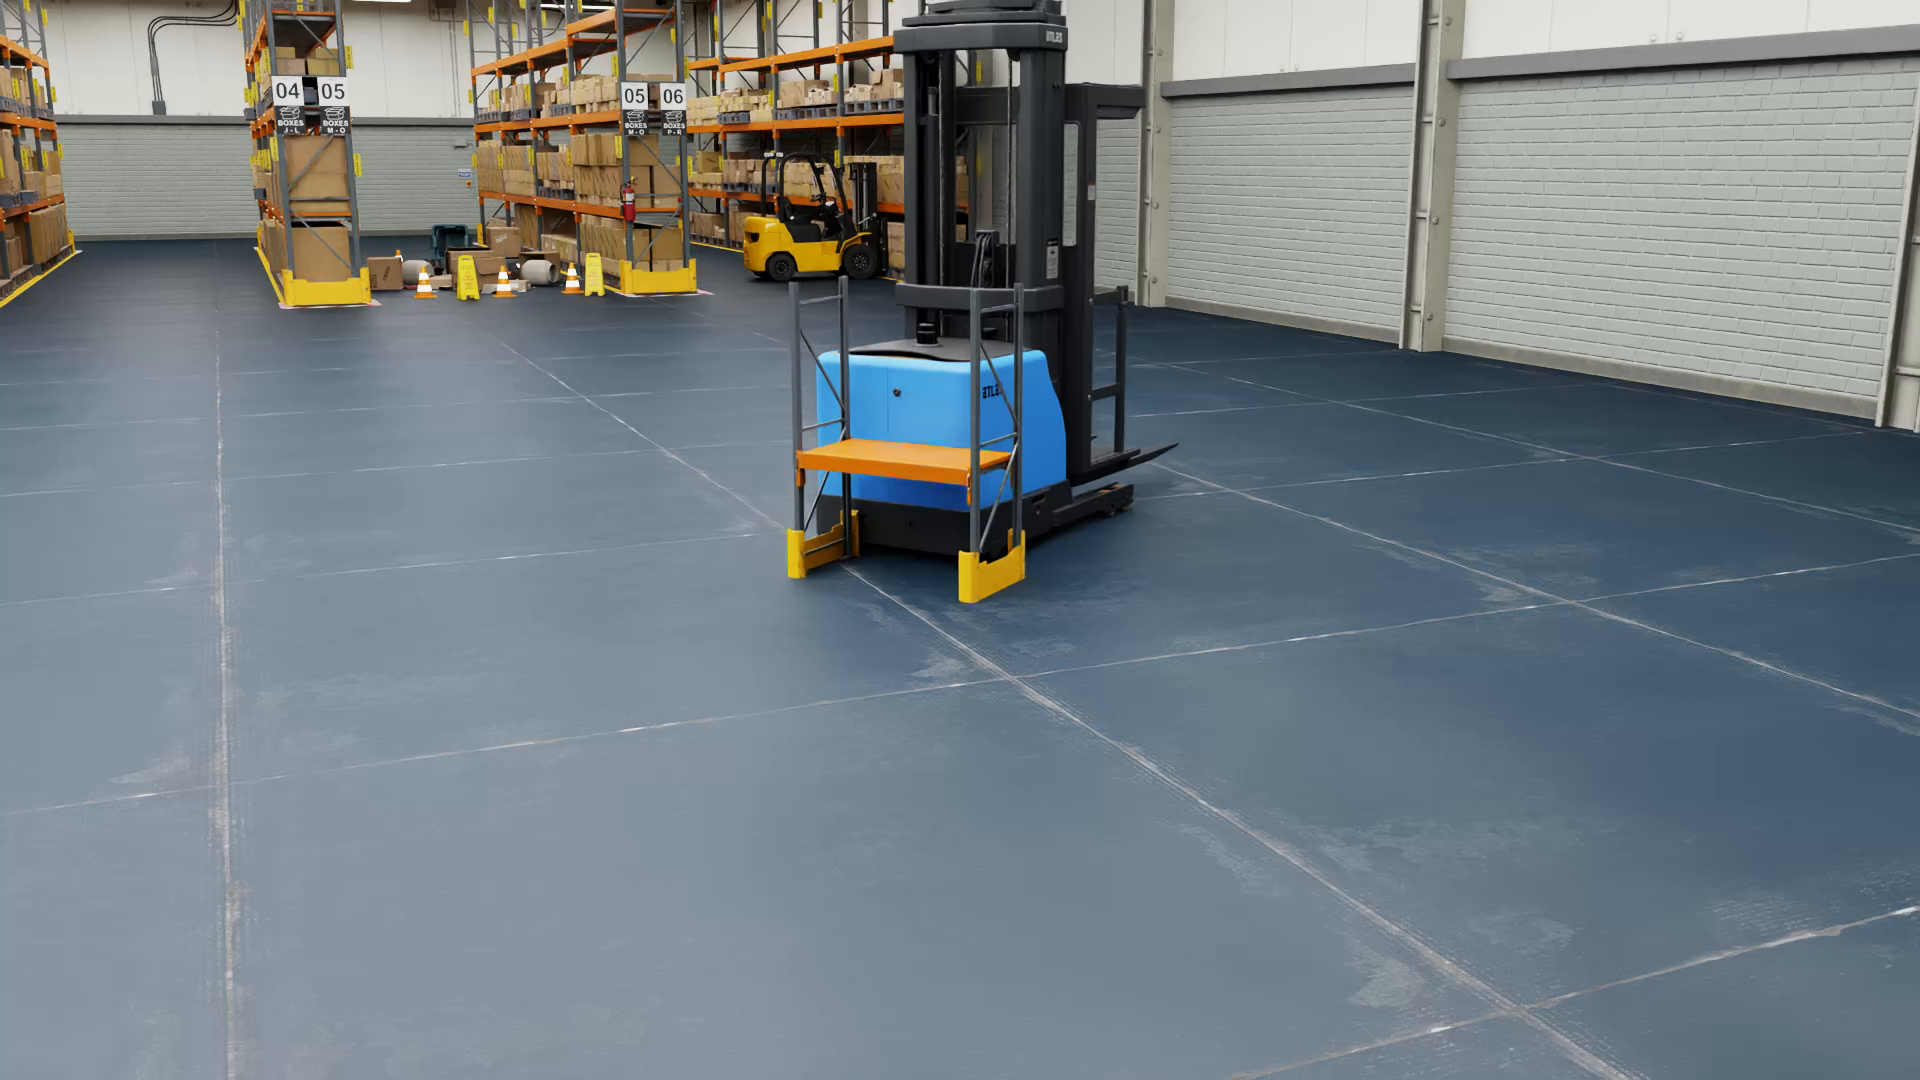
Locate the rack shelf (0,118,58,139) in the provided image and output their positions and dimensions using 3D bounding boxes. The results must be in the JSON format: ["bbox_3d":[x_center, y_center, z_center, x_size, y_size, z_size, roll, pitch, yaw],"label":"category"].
[{"bbox_3d":[-19.441,-8.504,34.404,1.077,0.370,4.000,-6,14,-23],"label":"rack shelf"}]

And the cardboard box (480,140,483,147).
[{"bbox_3d":[-11.104,-9.343,39.209,0.380,0.149,0.250,-5,14,-21],"label":"cardboard box"}]

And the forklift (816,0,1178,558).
[{"bbox_3d":[0.403,-1.616,9.851,1.130,2.935,3.031,8,15,30],"label":"forklift"}]

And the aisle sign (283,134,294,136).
[{"bbox_3d":[-15.411,-9.542,38.181,0.394,0.787,0.004,-6,14,-23],"label":"aisle sign"}]

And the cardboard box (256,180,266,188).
[{"bbox_3d":[-13.071,-6.723,31.392,0.380,0.149,0.250,-5,14,-22],"label":"cardboard box"}]

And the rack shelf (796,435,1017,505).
[{"bbox_3d":[-0.266,-0.361,8.398,1.000,0.185,0.538,7,15,28],"label":"rack shelf"}]

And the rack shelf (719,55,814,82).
[{"bbox_3d":[-4.212,-10.288,36.348,1.077,0.370,4.000,-6,14,-23],"label":"rack shelf"}]

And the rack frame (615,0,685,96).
[{"bbox_3d":[-4.753,-8.319,25.355,1.000,3.000,0.127,-6,14,-23],"label":"rack frame"}]

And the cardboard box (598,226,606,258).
[{"bbox_3d":[-5.720,-4.981,27.740,0.500,0.500,0.500,-6,14,-24],"label":"cardboard box"}]

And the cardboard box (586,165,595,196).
[{"bbox_3d":[-6.022,-6.093,28.163,0.500,0.500,0.500,-6,14,-23],"label":"cardboard box"}]

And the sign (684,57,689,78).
[{"bbox_3d":[-4.256,-7.332,25.806,0.100,0.325,0.005,-6,14,-23],"label":"sign"}]

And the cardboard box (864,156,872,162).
[{"bbox_3d":[-1.517,-6.877,30.111,0.380,0.149,0.250,-6,14,-24],"label":"cardboard box"}]

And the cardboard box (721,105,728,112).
[{"bbox_3d":[-5.186,-9.762,37.649,0.380,0.149,0.250,-5,14,-22],"label":"cardboard box"}]

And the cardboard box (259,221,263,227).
[{"bbox_3d":[-15.758,-7.200,37.899,0.380,0.149,0.250,-6,14,-26],"label":"cardboard box"}]

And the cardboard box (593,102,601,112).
[{"bbox_3d":[-5.808,-7.097,27.284,0.380,0.149,0.250,-6,14,-24],"label":"cardboard box"}]

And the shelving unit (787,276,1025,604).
[{"bbox_3d":[-0.274,-0.537,8.362,1.083,1.500,0.587,7,15,28],"label":"shelving unit"}]

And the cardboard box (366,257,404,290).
[{"bbox_3d":[-9.288,-4.310,26.876,0.500,0.500,0.500,-3,13,-13],"label":"cardboard box"}]

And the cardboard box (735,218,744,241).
[{"bbox_3d":[-4.803,-7.082,37.927,0.500,0.500,0.500,-6,14,-24],"label":"cardboard box"}]

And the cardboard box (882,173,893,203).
[{"bbox_3d":[-1.049,-6.185,29.221,0.500,0.500,0.500,-6,14,-24],"label":"cardboard box"}]

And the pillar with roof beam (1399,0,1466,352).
[{"bbox_3d":[1.203,-6.125,15.876,9.100,9.000,0.400,-6,14,-23],"label":"pillar with roof beam"}]

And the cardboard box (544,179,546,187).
[{"bbox_3d":[-7.848,-6.925,32.263,0.380,0.149,0.250,-7,15,-27],"label":"cardboard box"}]

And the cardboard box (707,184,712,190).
[{"bbox_3d":[-5.831,-8.455,39.806,0.380,0.149,0.250,-6,14,-24],"label":"cardboard box"}]

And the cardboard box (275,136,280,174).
[{"bbox_3d":[-9.666,-5.712,24.672,0.875,0.550,0.550,-6,14,-23],"label":"cardboard box"}]

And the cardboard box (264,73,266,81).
[{"bbox_3d":[-10.301,-7.102,25.269,0.500,0.250,0.500,-5,14,-22],"label":"cardboard box"}]

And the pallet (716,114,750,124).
[{"bbox_3d":[-4.816,-9.553,37.757,1.213,0.211,1.003,-6,14,-23],"label":"pallet"}]

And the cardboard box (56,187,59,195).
[{"bbox_3d":[-19.283,-7.376,35.143,0.380,0.149,0.250,-6,14,-23],"label":"cardboard box"}]

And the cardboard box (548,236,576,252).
[{"bbox_3d":[-7.437,-5.704,32.258,0.950,0.372,0.625,-6,14,-24],"label":"cardboard box"}]

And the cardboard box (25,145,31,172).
[{"bbox_3d":[-18.112,-7.243,31.567,0.797,0.503,0.637,-5,14,-22],"label":"cardboard box"}]

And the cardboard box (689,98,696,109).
[{"bbox_3d":[-6.267,-10.604,40.444,0.500,0.250,0.500,-6,14,-24],"label":"cardboard box"}]

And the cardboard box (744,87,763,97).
[{"bbox_3d":[-4.691,-10.155,37.765,0.396,0.266,0.258,-6,14,-23],"label":"cardboard box"}]

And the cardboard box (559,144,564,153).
[{"bbox_3d":[-7.166,-7.207,30.606,0.380,0.149,0.250,-6,14,-25],"label":"cardboard box"}]

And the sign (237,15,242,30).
[{"bbox_3d":[-16.154,-11.601,37.289,0.100,0.325,0.005,-6,14,-23],"label":"sign"}]

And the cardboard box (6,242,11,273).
[{"bbox_3d":[-15.835,-4.553,26.956,0.700,0.500,0.500,-6,14,-23],"label":"cardboard box"}]

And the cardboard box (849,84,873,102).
[{"bbox_3d":[-1.698,-8.149,30.318,0.500,0.311,0.500,-5,14,-22],"label":"cardboard box"}]

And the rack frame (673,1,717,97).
[{"bbox_3d":[-6.615,-12.073,41.578,1.000,3.000,0.127,-6,14,-23],"label":"rack frame"}]

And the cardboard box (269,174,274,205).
[{"bbox_3d":[-11.304,-5.887,27.930,0.500,0.500,0.500,-6,14,-23],"label":"cardboard box"}]

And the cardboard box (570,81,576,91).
[{"bbox_3d":[-6.528,-7.855,28.793,0.380,0.149,0.250,-6,14,-24],"label":"cardboard box"}]

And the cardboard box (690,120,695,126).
[{"bbox_3d":[-6.367,-10.182,40.616,0.380,0.149,0.250,-6,14,-23],"label":"cardboard box"}]

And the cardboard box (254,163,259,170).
[{"bbox_3d":[-13.382,-7.174,32.019,0.380,0.149,0.250,-5,14,-21],"label":"cardboard box"}]

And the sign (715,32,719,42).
[{"bbox_3d":[-6.099,-12.651,41.653,0.100,0.325,0.005,-6,14,-23],"label":"sign"}]

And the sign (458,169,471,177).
[{"bbox_3d":[-13.511,-10.004,45.343,0.327,0.218,0.001,-6,14,-23],"label":"sign"}]

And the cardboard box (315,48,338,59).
[{"bbox_3d":[-9.090,-7.006,23.973,0.380,0.149,0.250,-5,14,-22],"label":"cardboard box"}]

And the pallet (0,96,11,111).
[{"bbox_3d":[-15.585,-6.834,26.010,1.213,0.211,1.003,-6,14,-23],"label":"pallet"}]

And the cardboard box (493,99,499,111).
[{"bbox_3d":[-10.109,-9.627,36.807,0.396,0.266,0.258,-5,14,-21],"label":"cardboard box"}]

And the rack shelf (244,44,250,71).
[{"bbox_3d":[-14.856,-10.391,35.911,1.077,0.370,4.000,-6,14,-23],"label":"rack shelf"}]

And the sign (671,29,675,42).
[{"bbox_3d":[-7.113,-12.518,41.252,0.100,0.325,0.005,-6,14,-23],"label":"sign"}]

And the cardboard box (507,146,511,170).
[{"bbox_3d":[-9.418,-8.191,35.671,0.500,0.500,0.500,-6,14,-23],"label":"cardboard box"}]

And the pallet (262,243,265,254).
[{"bbox_3d":[-14.849,-6.436,36.712,1.003,0.211,1.213,-6,14,-23],"label":"pallet"}]

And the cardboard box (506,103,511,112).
[{"bbox_3d":[-9.373,-9.134,35.118,0.380,0.166,0.250,-7,15,-27],"label":"cardboard box"}]

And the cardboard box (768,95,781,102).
[{"bbox_3d":[-3.819,-9.269,34.905,0.380,0.149,0.250,-5,14,-21],"label":"cardboard box"}]

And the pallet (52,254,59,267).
[{"bbox_3d":[-18.262,-5.469,32.531,1.003,0.211,1.213,-6,14,-23],"label":"pallet"}]

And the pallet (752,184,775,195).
[{"bbox_3d":[-3.747,-7.538,35.712,1.213,0.211,1.003,-6,14,-23],"label":"pallet"}]

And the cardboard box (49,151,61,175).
[{"bbox_3d":[-19.806,-8.167,36.013,0.500,0.500,0.500,-5,14,-22],"label":"cardboard box"}]
